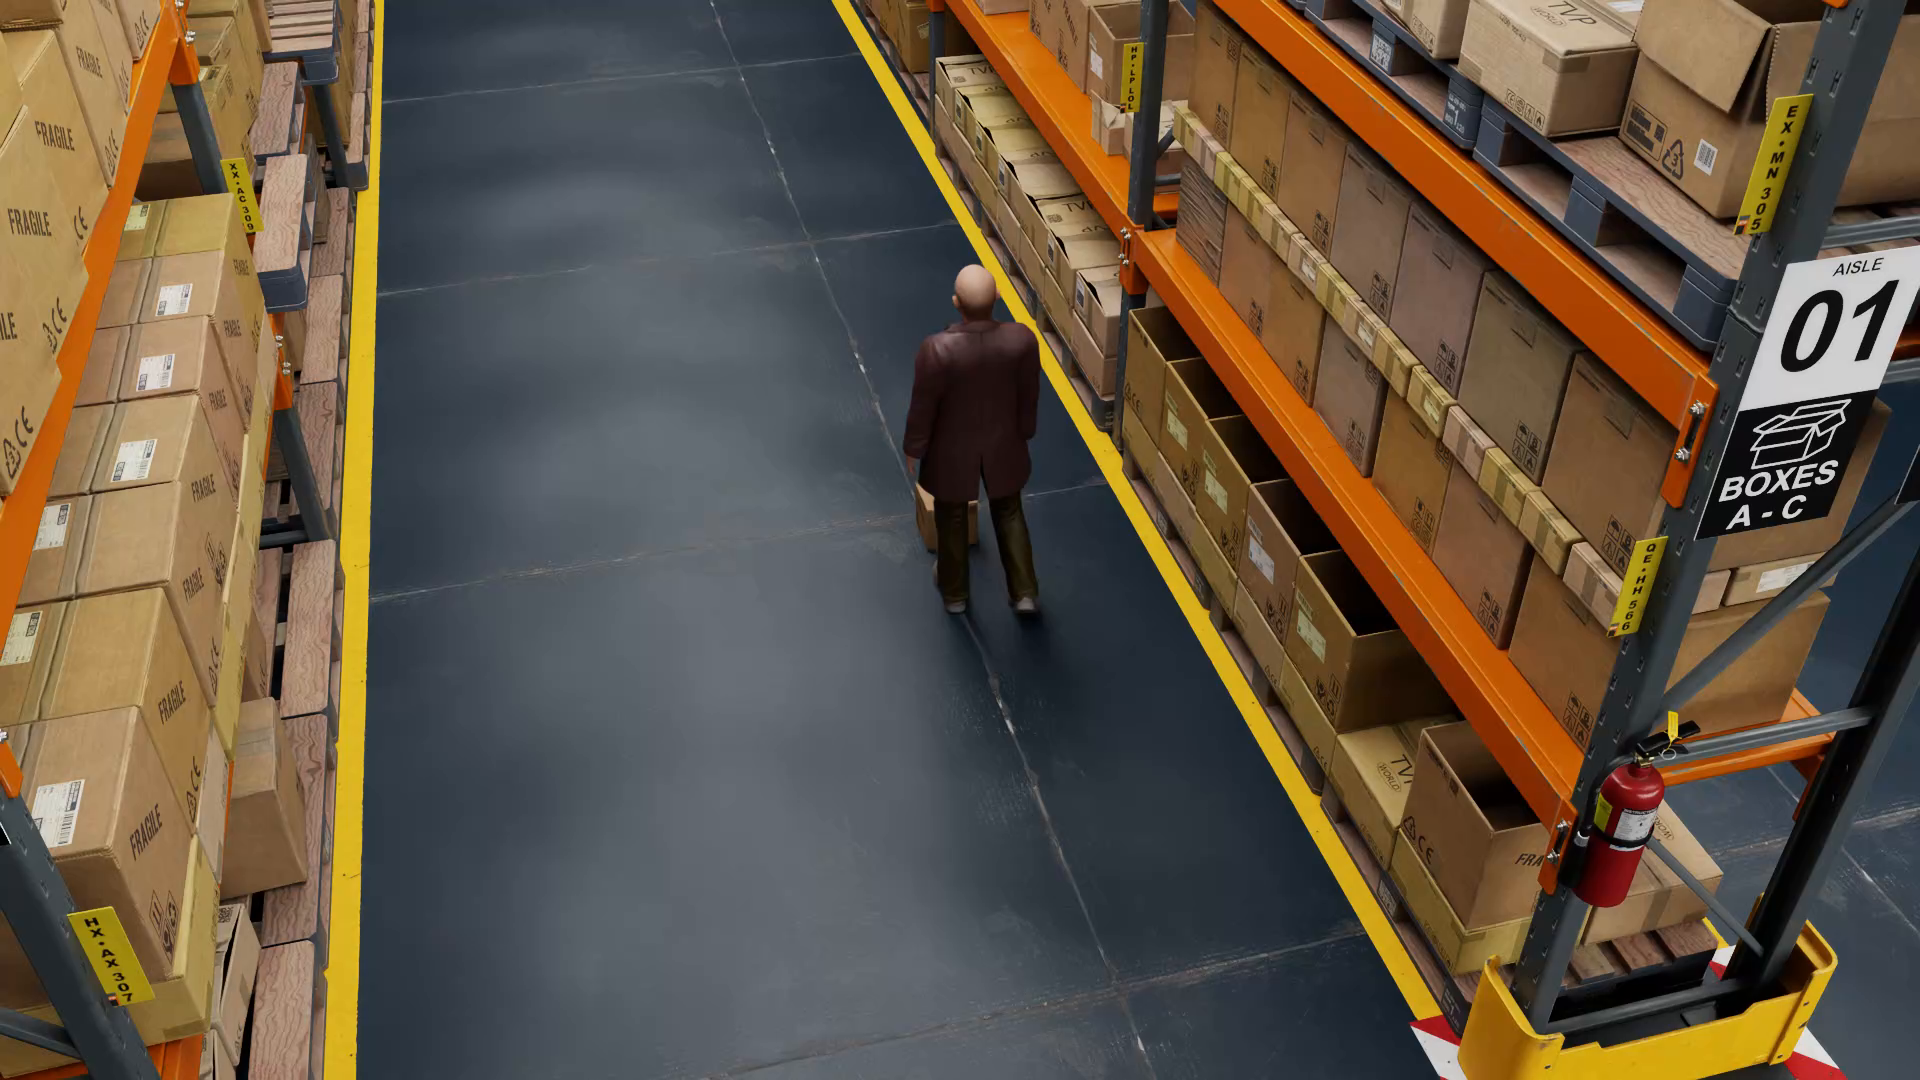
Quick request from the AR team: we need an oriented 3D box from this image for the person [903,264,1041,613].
[{"bbox_3d":[0.042,-0.395,7.290,0.601,1.848,0.561,-9,39,-11],"label":"person"}]
